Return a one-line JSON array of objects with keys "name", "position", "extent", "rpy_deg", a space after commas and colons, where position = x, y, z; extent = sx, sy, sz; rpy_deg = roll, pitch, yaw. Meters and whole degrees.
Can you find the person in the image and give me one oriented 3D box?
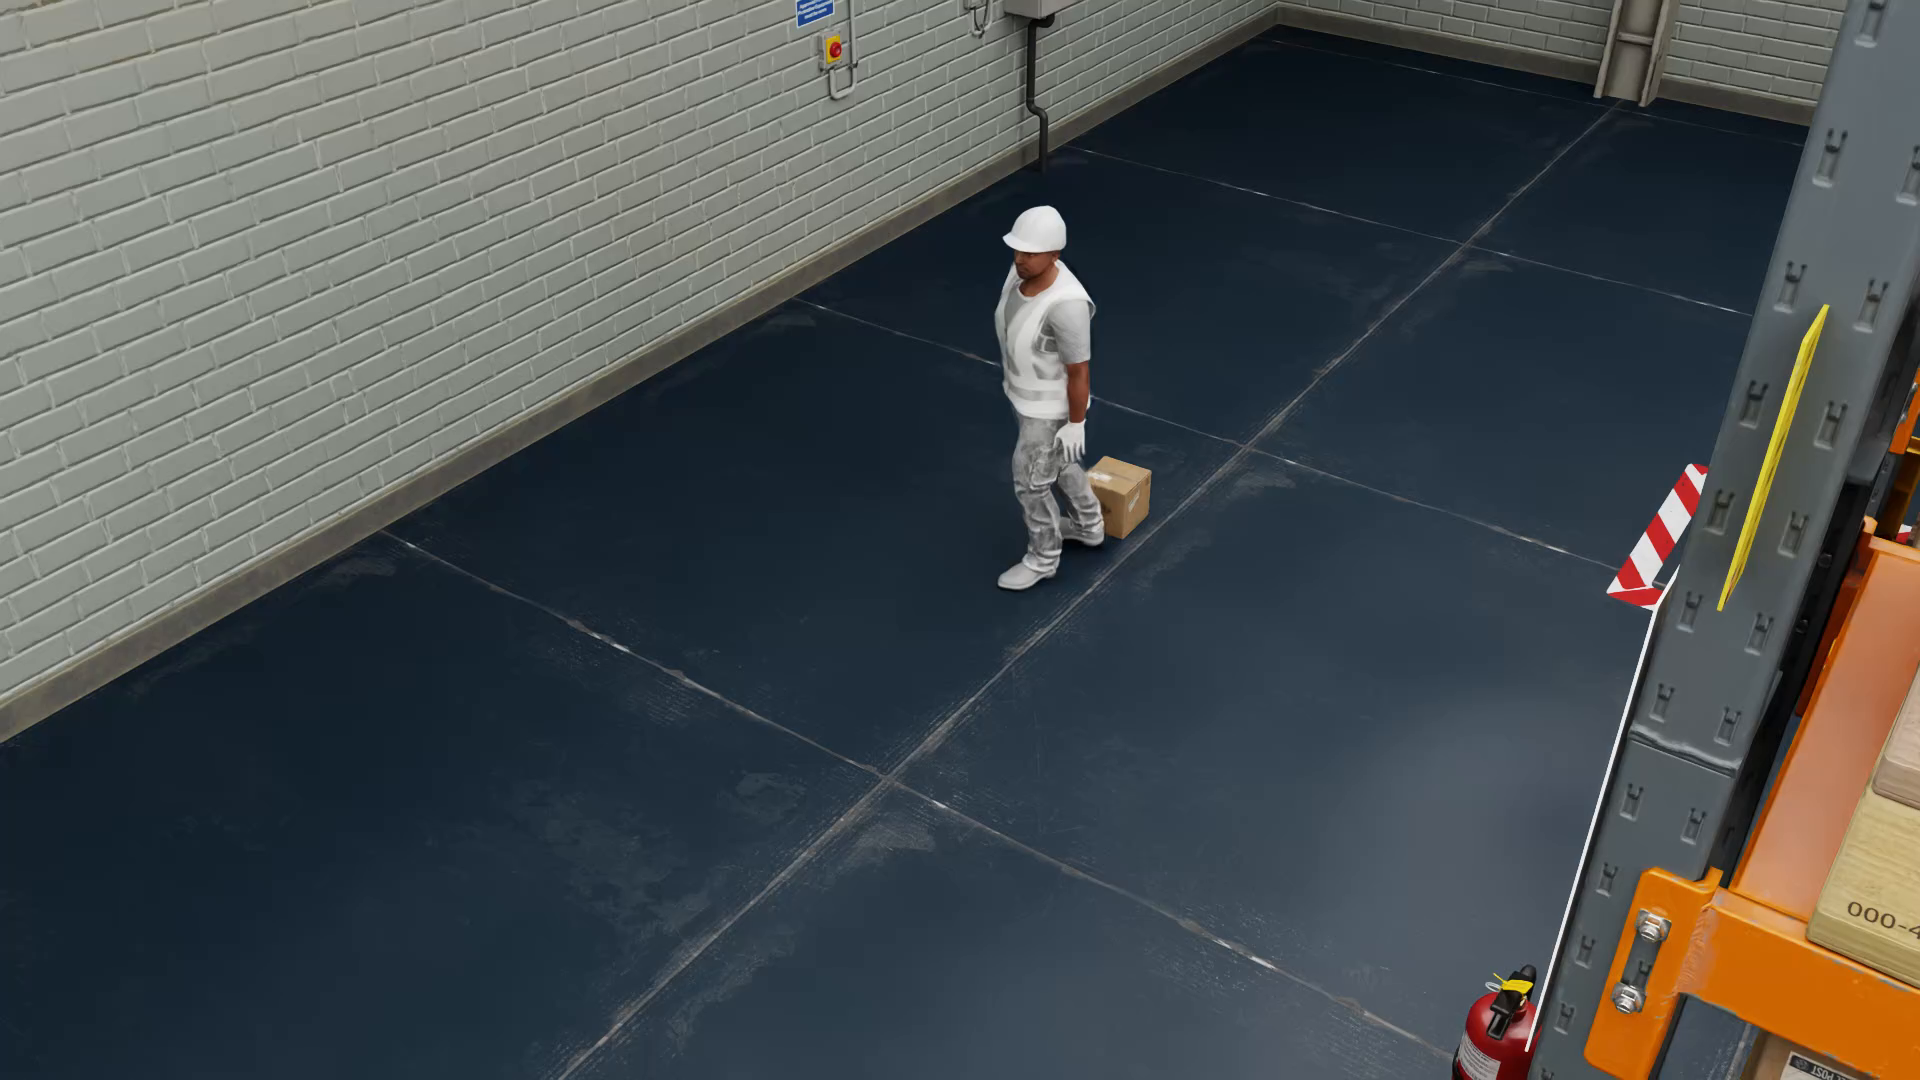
[{"name": "person", "position": [0.333, -0.879, 6.805], "extent": [0.385, 1.082, 0.589], "rpy_deg": [-10, 36, -14]}]
